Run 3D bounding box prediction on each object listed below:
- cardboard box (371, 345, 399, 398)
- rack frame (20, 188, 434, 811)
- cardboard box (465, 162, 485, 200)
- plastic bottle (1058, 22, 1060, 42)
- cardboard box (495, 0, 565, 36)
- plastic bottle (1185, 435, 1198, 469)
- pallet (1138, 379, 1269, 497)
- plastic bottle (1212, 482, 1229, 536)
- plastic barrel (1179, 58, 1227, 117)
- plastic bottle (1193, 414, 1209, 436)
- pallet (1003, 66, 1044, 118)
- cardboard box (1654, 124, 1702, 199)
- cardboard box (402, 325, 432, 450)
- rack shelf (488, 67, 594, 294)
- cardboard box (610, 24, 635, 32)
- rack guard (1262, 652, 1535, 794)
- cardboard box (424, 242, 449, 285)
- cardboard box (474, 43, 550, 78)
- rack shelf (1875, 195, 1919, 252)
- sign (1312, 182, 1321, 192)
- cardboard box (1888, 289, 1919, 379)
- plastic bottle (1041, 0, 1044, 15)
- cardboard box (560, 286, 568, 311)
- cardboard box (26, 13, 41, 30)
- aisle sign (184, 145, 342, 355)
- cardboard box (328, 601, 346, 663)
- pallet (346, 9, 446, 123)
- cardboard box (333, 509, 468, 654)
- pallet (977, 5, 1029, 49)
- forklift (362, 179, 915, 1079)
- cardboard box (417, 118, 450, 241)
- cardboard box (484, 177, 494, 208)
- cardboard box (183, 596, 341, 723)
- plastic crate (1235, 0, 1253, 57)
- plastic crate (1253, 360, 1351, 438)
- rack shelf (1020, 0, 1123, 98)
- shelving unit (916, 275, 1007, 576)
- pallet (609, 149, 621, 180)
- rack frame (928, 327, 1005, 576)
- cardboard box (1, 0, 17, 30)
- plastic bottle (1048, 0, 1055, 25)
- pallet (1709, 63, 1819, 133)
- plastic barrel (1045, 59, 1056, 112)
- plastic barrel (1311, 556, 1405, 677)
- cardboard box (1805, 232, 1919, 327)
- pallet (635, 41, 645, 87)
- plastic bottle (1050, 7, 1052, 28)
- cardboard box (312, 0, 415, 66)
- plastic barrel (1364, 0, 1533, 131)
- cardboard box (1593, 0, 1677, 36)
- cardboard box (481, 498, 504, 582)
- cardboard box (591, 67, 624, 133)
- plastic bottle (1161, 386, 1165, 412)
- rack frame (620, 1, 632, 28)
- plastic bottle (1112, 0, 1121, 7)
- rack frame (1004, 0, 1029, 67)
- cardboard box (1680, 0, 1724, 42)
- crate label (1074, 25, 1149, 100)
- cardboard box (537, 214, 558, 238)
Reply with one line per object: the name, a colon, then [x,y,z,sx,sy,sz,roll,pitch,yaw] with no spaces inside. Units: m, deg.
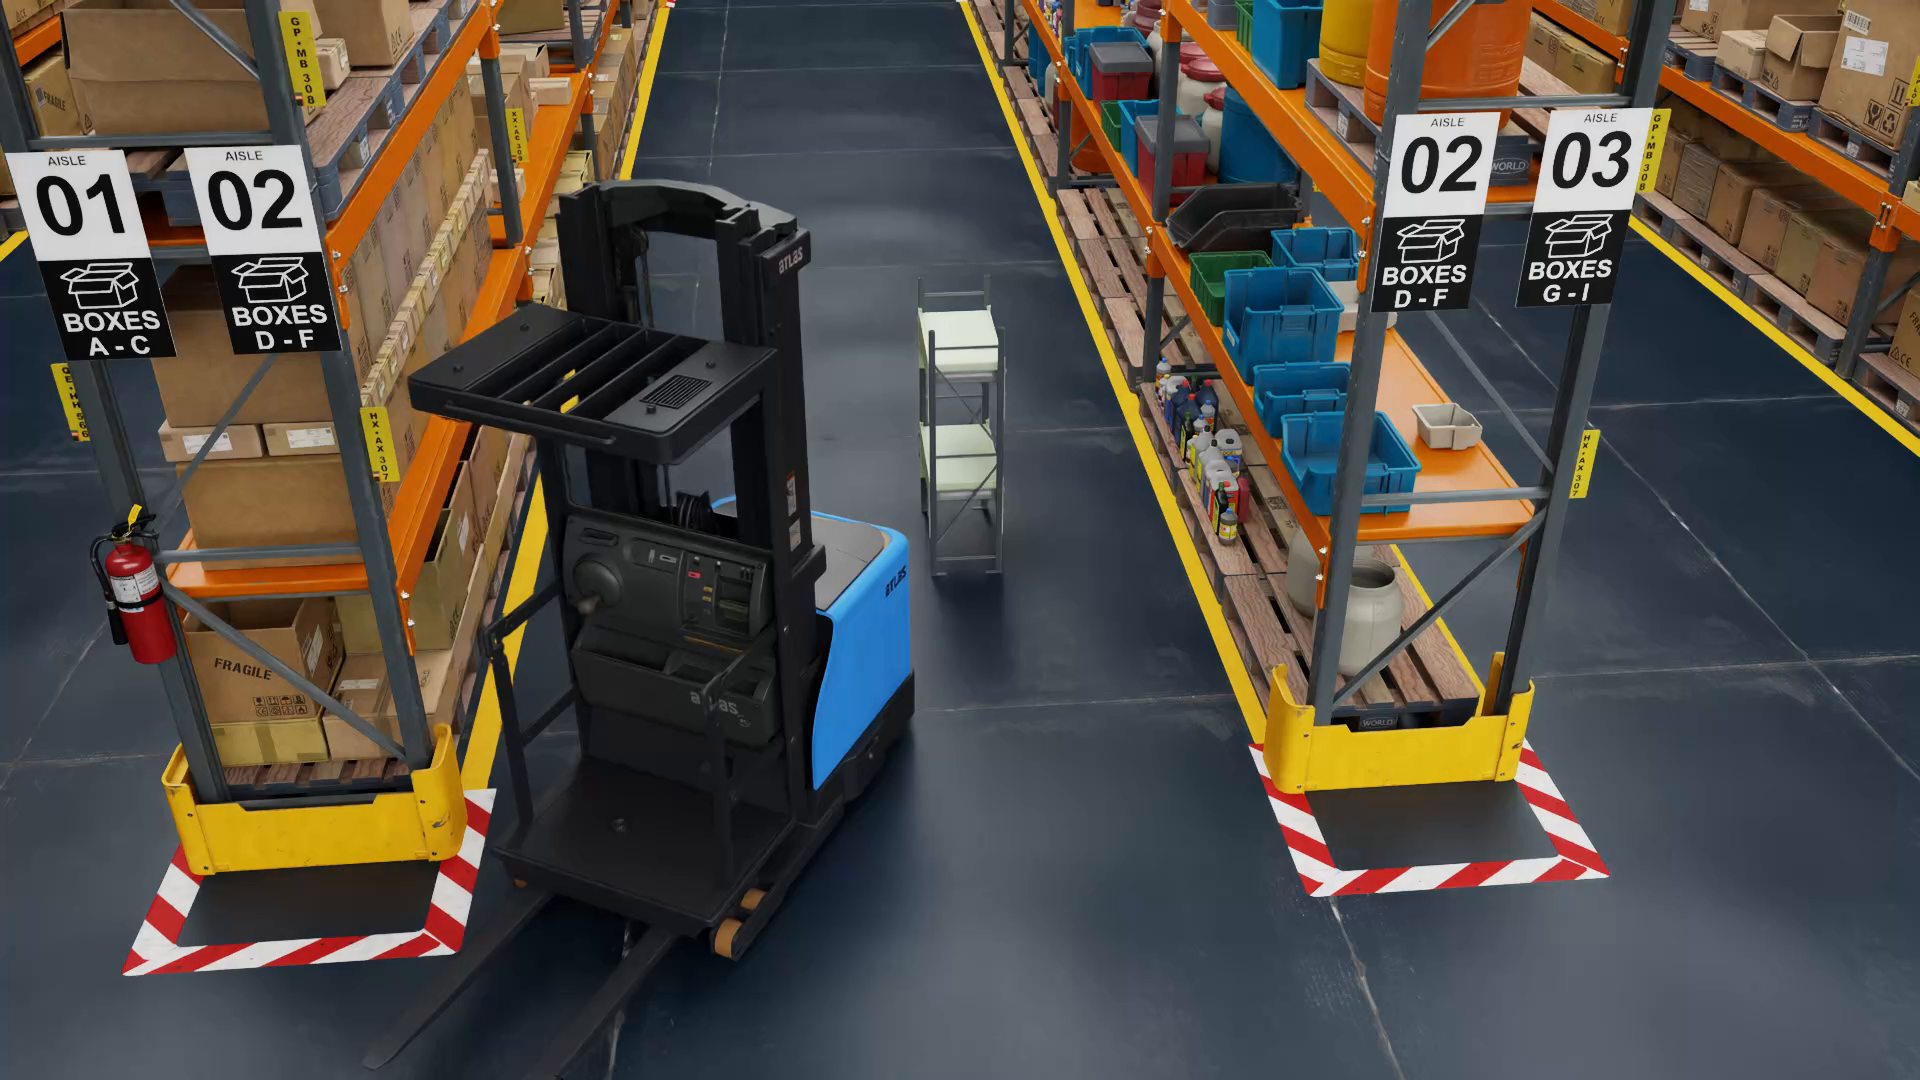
cardboard box: [-2.700,-0.738,7.330,0.380,0.149,0.250,-3,31,-4]
rack frame: [-2.829,0.057,6.730,1.000,3.000,0.127,-3,31,-5]
cardboard box: [-2.943,-2.052,9.531,0.380,0.149,0.250,-3,31,-6]
plastic bottle: [0.901,-4.424,14.425,0.097,0.201,0.097,0,31,0]
cardboard box: [-3.747,-4.567,13.964,0.700,0.500,0.500,-13,33,-21]
plastic bottle: [1.413,-0.535,10.020,0.097,0.201,0.097,0,31,0]
pallet: [1.751,-0.679,10.681,1.003,0.211,1.213,-3,31,-5]
plastic bottle: [1.466,-0.177,9.341,0.061,0.283,0.133,-2,31,-3]
plastic barrel: [1.790,-3.153,11.971,0.433,0.535,0.433,0,31,0]
plastic bottle: [1.460,-0.637,10.123,0.097,0.271,0.097,0,31,0]
pallet: [1.013,-4.712,17.434,1.003,0.211,1.213,-3,31,-5]
cardboard box: [6.370,-3.275,14.317,0.700,0.500,0.500,-4,31,-7]
cardboard box: [-2.954,-0.747,7.978,0.700,0.500,0.500,-3,31,-4]
rack shelf: [-3.389,-2.698,12.043,1.077,0.370,4.000,-3,31,-5]
cardboard box: [-3.865,-5.708,18.716,0.380,0.166,0.250,-3,31,-5]
rack guard: [2.049,0.858,7.827,1.175,0.500,0.348,-3,31,-5]
cardboard box: [-2.819,-1.395,8.430,0.380,0.149,0.250,-2,31,-3]
cardboard box: [-3.586,-3.802,13.277,0.500,0.311,0.500,-1,31,-1]
rack shelf: [6.848,-1.128,9.416,1.077,0.370,4.000,-3,31,-5]
sign: [2.278,-2.361,10.507,0.100,0.325,0.005,-3,31,-5]
cardboard box: [6.658,-1.359,11.129,0.500,0.500,0.500,-4,31,-6]
plastic bottle: [0.786,-4.983,15.281,0.061,0.283,0.133,-3,31,-5]
cardboard box: [-3.091,-1.729,11.991,0.500,0.250,0.500,-4,31,-6]
cardboard box: [-8.462,-4.651,14.837,0.380,0.149,0.250,-3,31,-4]
aisle sign: [-2.518,-1.041,6.032,0.394,0.787,0.004,-3,31,-5]
cardboard box: [-3.232,0.542,8.189,0.500,0.250,0.500,-3,31,-5]
pallet: [-2.986,-2.180,7.635,1.003,0.211,1.213,-3,31,-5]
cardboard box: [-2.706,0.195,8.039,0.500,0.500,0.500,-3,31,-5]
pallet: [0.758,-6.106,19.767,1.003,0.211,1.213,-3,31,-5]
forklift: [-1.280,0.216,6.530,1.130,2.935,3.031,13,33,20]
cardboard box: [-3.060,-1.846,8.552,0.700,0.500,0.500,-3,31,-5]
cardboard box: [-3.292,-2.171,10.605,0.500,0.250,0.500,-1,31,-1]
cardboard box: [-3.175,0.475,7.570,0.500,0.500,0.500,-3,31,-5]
plastic crate: [1.606,-2.599,8.458,0.336,0.188,0.450,-3,31,-5]
plastic crate: [1.704,-0.688,8.122,0.499,0.251,0.408,-3,31,-5]
rack shelf: [1.169,-4.976,15.856,1.077,0.370,4.000,-3,31,-5]
shelving unit: [0.001,-0.640,9.360,0.431,1.500,0.755,-3,31,-5]
pallet: [-3.608,-3.214,14.925,1.003,0.211,1.213,-3,31,-5]
rack frame: [0.035,-0.454,9.047,0.400,1.500,0.023,-3,31,-5]
cardboard box: [-8.338,-4.496,13.945,0.500,0.500,0.500,-2,31,-3]
plastic bottle: [0.843,-4.771,14.937,0.097,0.271,0.097,0,31,0]
pallet: [6.513,-3.410,12.720,1.003,0.211,1.213,-3,31,-5]
plastic barrel: [1.046,-4.485,16.350,0.421,0.512,0.421,0,31,0]
plastic barrel: [1.966,0.377,8.211,0.421,0.512,0.421,0,31,0]
cardboard box: [6.625,-1.889,11.995,0.700,0.500,0.500,-5,31,-8]
pallet: [-4.013,-5.224,18.290,1.003,0.211,1.213,-3,31,-5]
plastic bottle: [0.852,-4.691,14.872,0.097,0.201,0.097,0,31,0]
cardboard box: [-2.712,-2.376,7.233,0.500,0.500,0.500,-3,31,-5]
plastic barrel: [1.931,-2.073,6.543,0.600,0.830,0.708,-3,31,-5]
cardboard box: [5.994,-4.784,14.736,0.500,0.500,0.500,-2,31,-3]
cardboard box: [-2.796,0.006,9.086,0.500,0.250,0.500,-3,31,-5]
cardboard box: [-3.485,-4.179,15.830,0.500,0.500,0.500,-4,31,-6]
plastic bottle: [1.342,-0.921,10.667,0.097,0.201,0.097,0,31,0]
rack frame: [-3.950,-6.070,16.987,1.000,3.000,0.127,-3,31,-5]
plastic bottle: [1.508,-5.155,15.575,0.152,0.276,0.135,-3,31,-5]
rack frame: [0.982,-6.306,17.381,1.000,3.000,0.127,-3,31,-5]
cardboard box: [6.377,-4.450,13.768,0.500,0.500,0.500,-6,31,-11]
crate label: [1.179,-3.758,13.082,0.502,0.435,0.616,-3,31,-5]
cardboard box: [-3.138,-2.234,12.290,0.500,0.311,0.500,-2,31,-3]
